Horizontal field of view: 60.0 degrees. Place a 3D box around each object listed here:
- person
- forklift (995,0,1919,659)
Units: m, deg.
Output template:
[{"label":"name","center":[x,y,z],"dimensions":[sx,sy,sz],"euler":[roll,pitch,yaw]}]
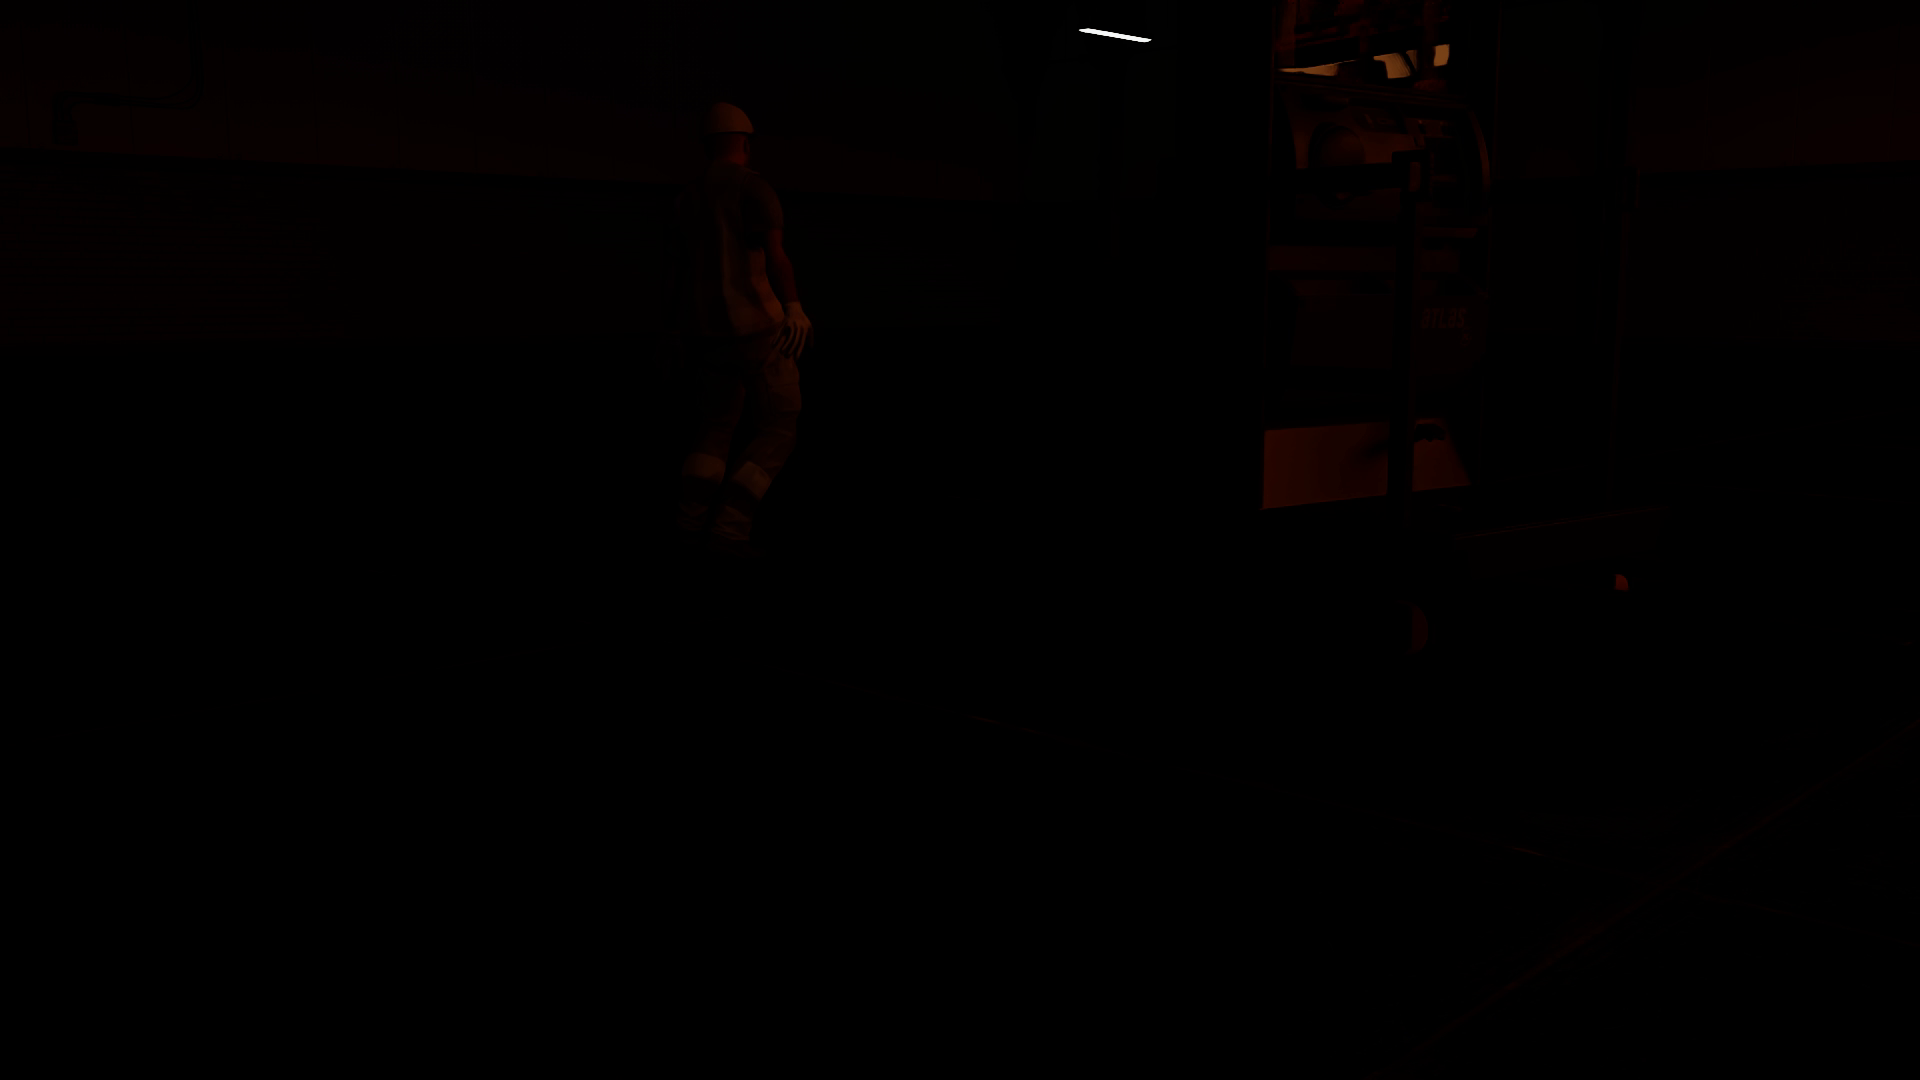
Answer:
[{"label":"person","center":[-0.860,-0.785,6.296],"dimensions":[0.894,1.734,0.503],"euler":[8,12,42]},{"label":"forklift","center":[1.424,-1.206,4.880],"dimensions":[1.130,2.935,3.031],"euler":[-7,11,-37]}]
